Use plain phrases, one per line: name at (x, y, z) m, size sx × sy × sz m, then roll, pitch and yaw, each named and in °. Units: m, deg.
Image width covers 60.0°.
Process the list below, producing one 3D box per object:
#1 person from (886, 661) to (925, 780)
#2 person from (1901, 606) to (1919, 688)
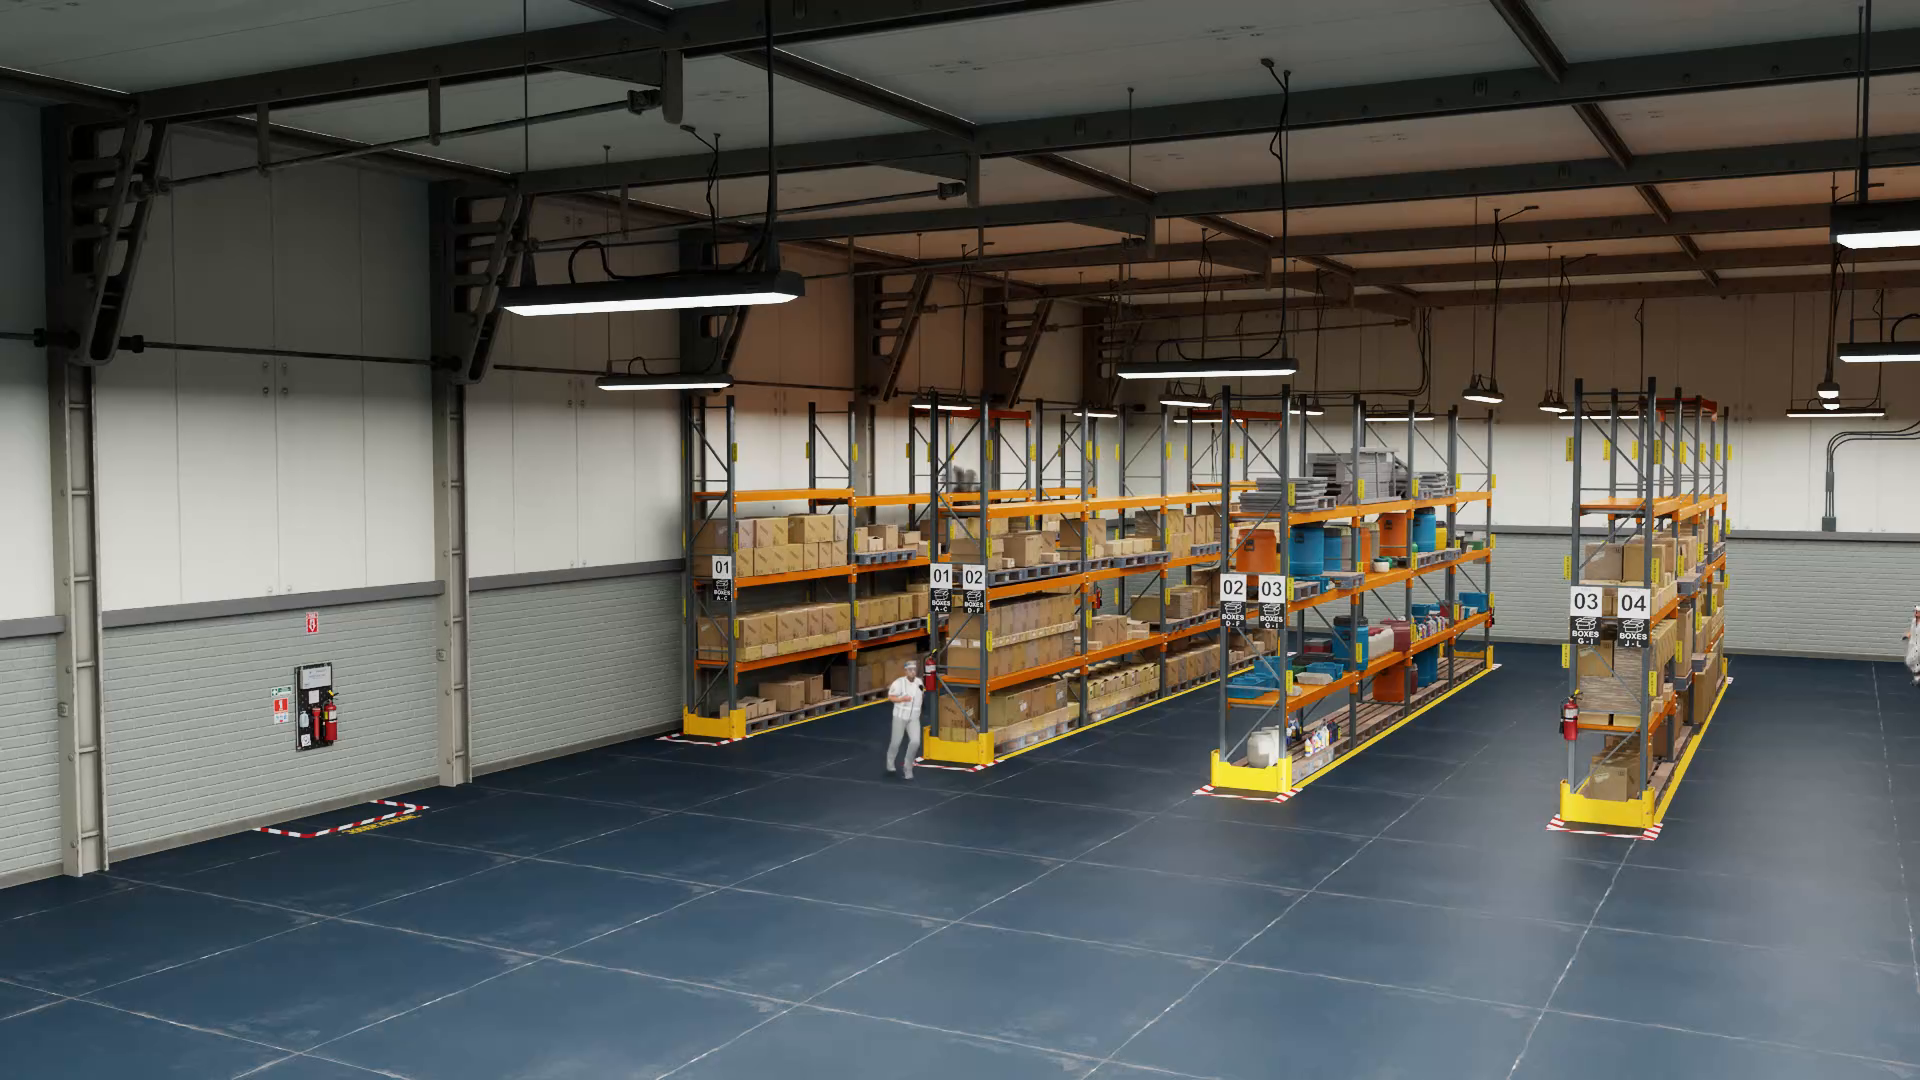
person at (-0.817, 2.778, 25.743) m, size 0.659 × 1.857 × 0.773 m, roll -1°, pitch 3°, yaw -20°
person at (20.367, 2.267, 35.311) m, size 0.642 × 1.767 × 0.725 m, roll 0°, pitch 3°, yaw -5°
